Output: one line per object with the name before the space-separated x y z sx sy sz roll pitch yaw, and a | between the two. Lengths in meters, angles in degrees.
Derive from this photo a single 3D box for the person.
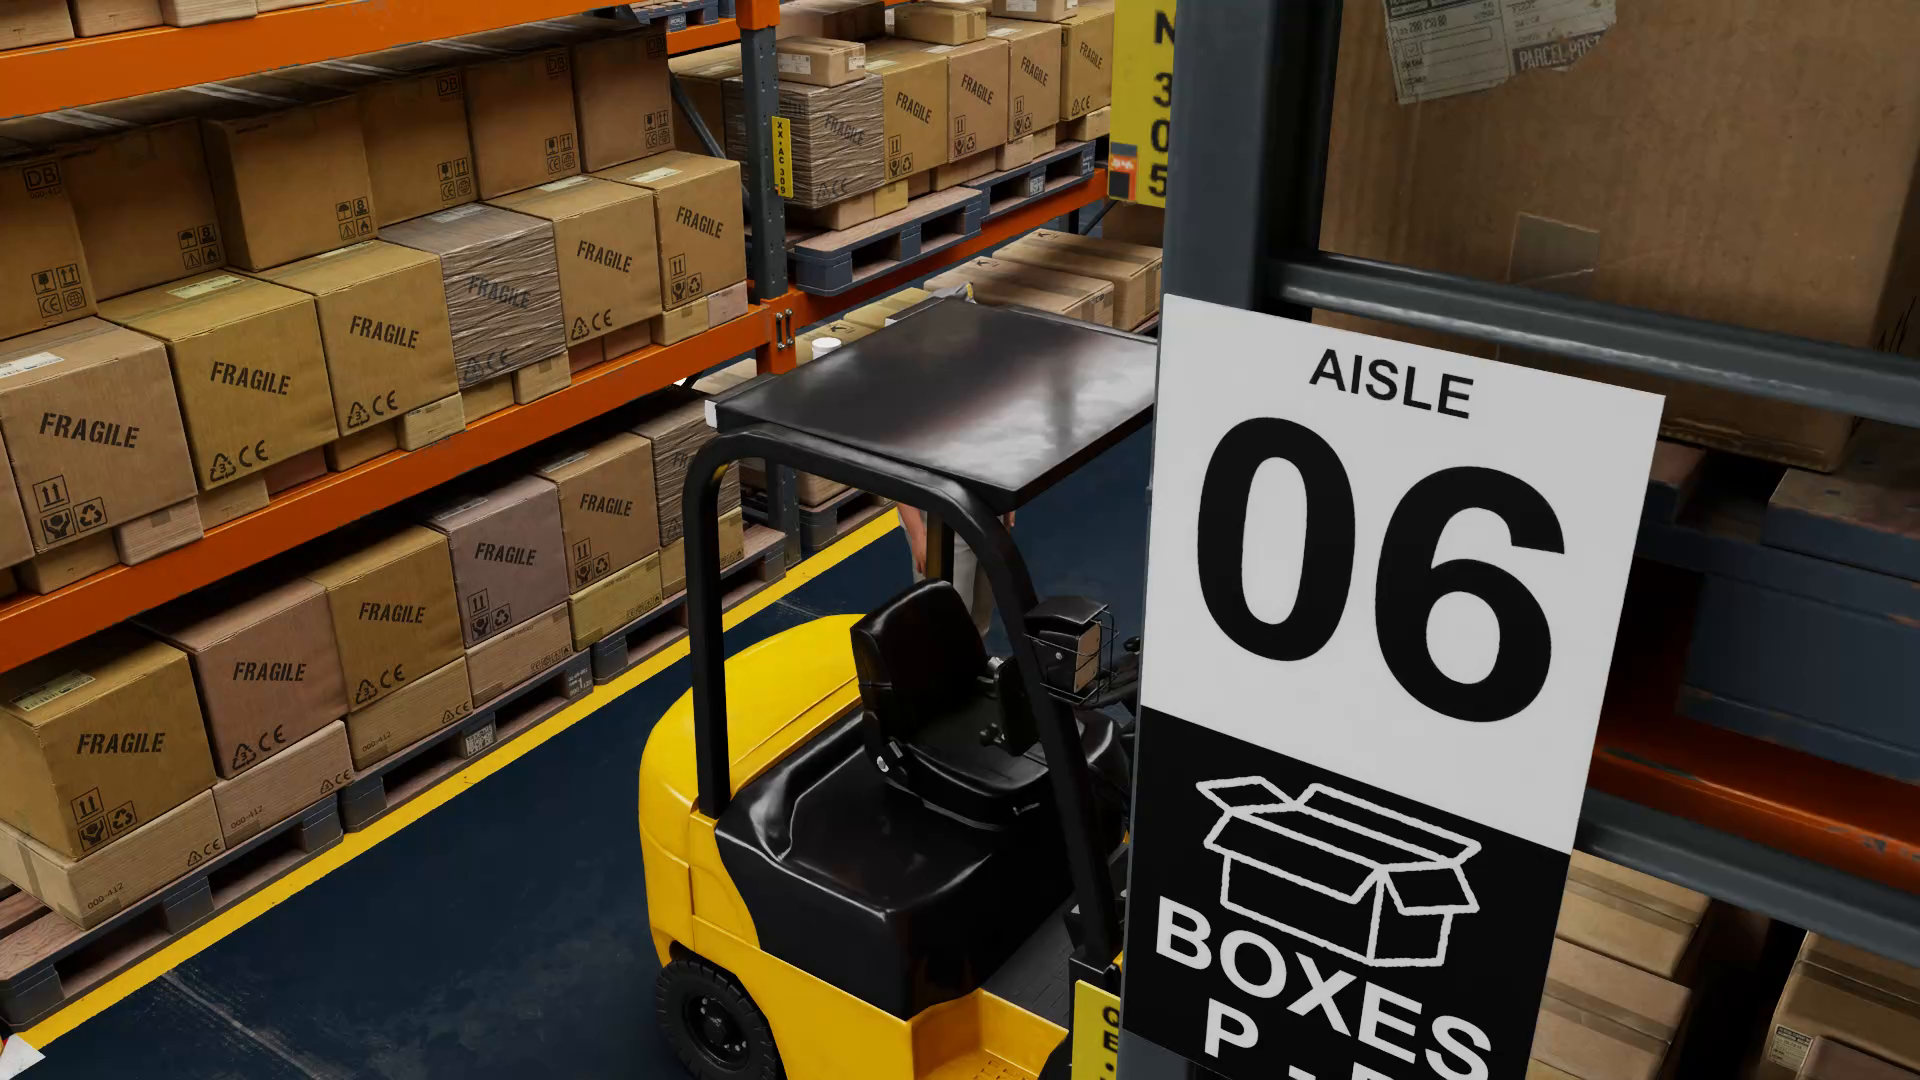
person | 0.047 -0.074 6.201 0.574 1.781 0.641 17 32 30
